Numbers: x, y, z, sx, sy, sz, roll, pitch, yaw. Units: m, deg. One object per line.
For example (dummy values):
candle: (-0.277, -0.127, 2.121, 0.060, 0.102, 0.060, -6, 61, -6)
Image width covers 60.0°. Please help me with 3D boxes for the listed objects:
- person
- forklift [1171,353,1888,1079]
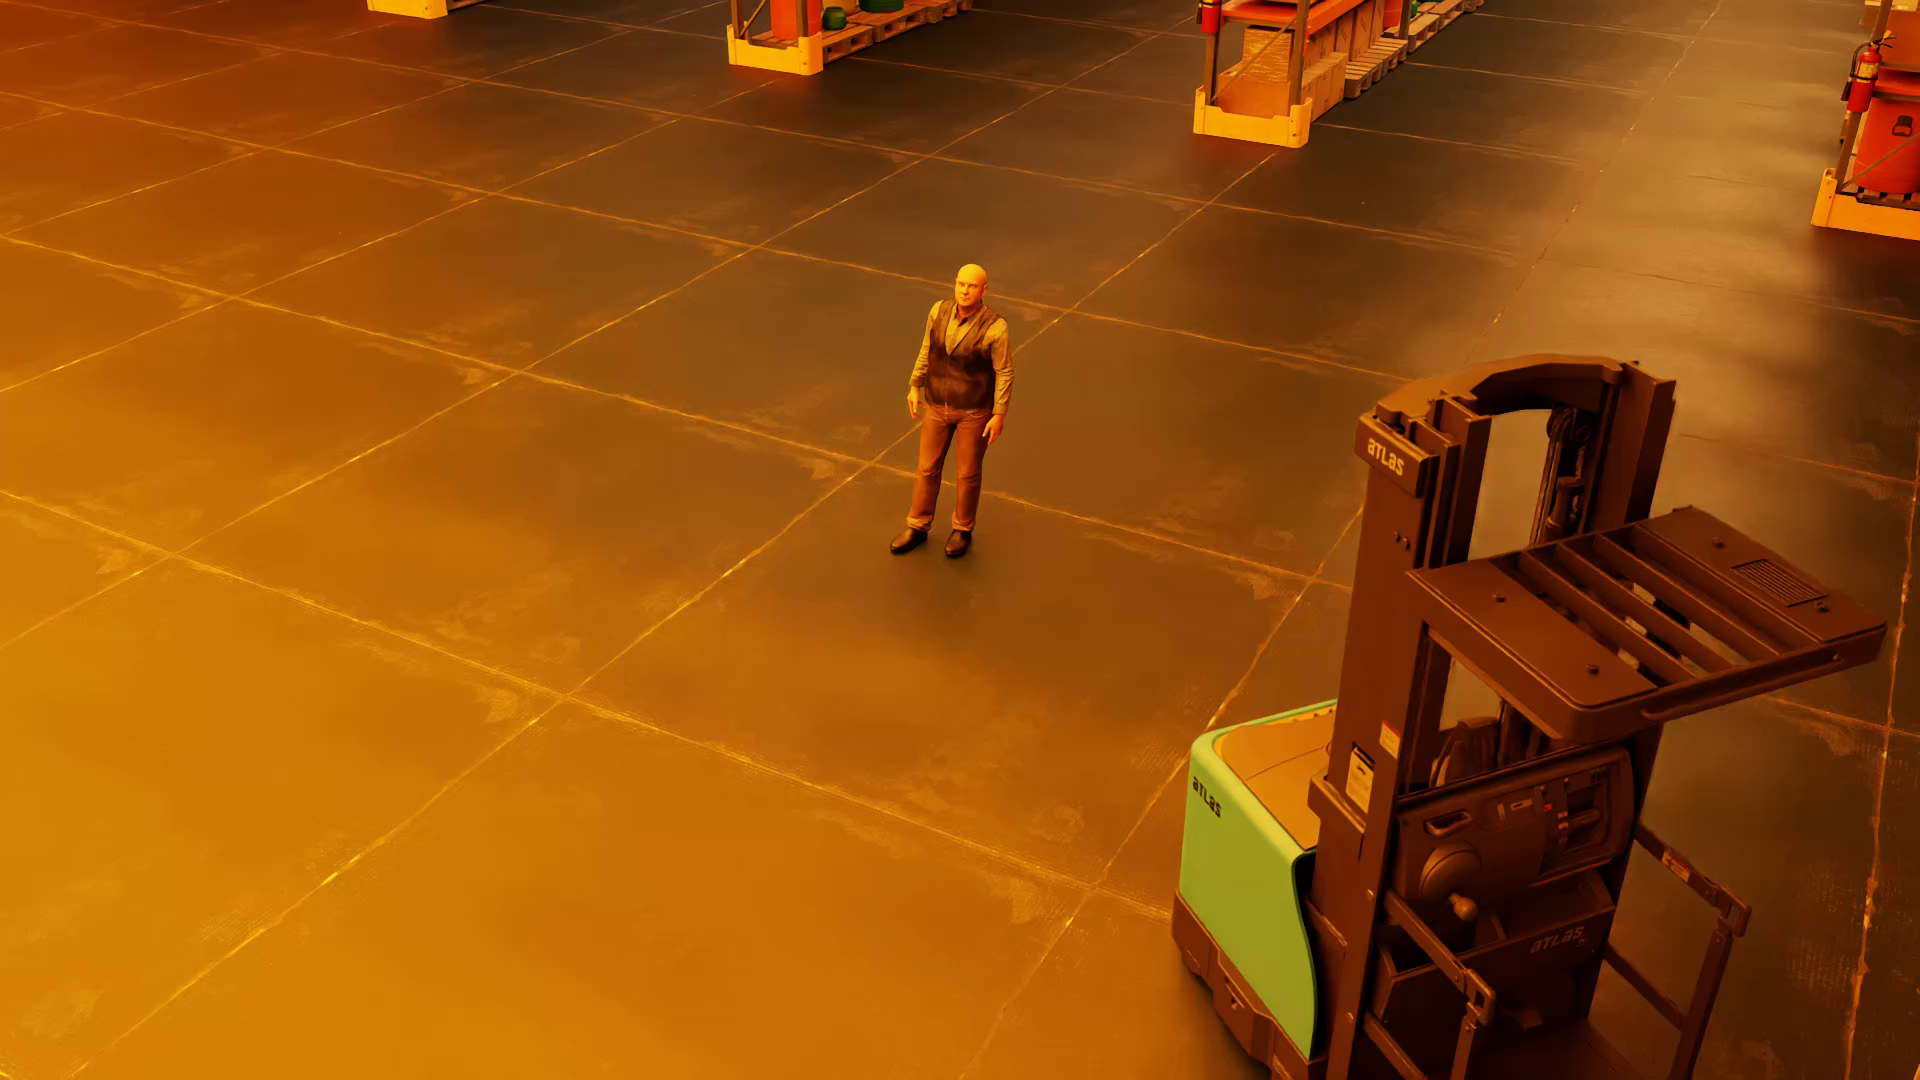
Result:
person: (-0.037, -0.727, 9.525, 0.632, 1.720, 0.568, 15, 33, 25)
forklift: (1.919, 1.017, 5.308, 1.130, 2.935, 3.031, -12, 32, -19)
